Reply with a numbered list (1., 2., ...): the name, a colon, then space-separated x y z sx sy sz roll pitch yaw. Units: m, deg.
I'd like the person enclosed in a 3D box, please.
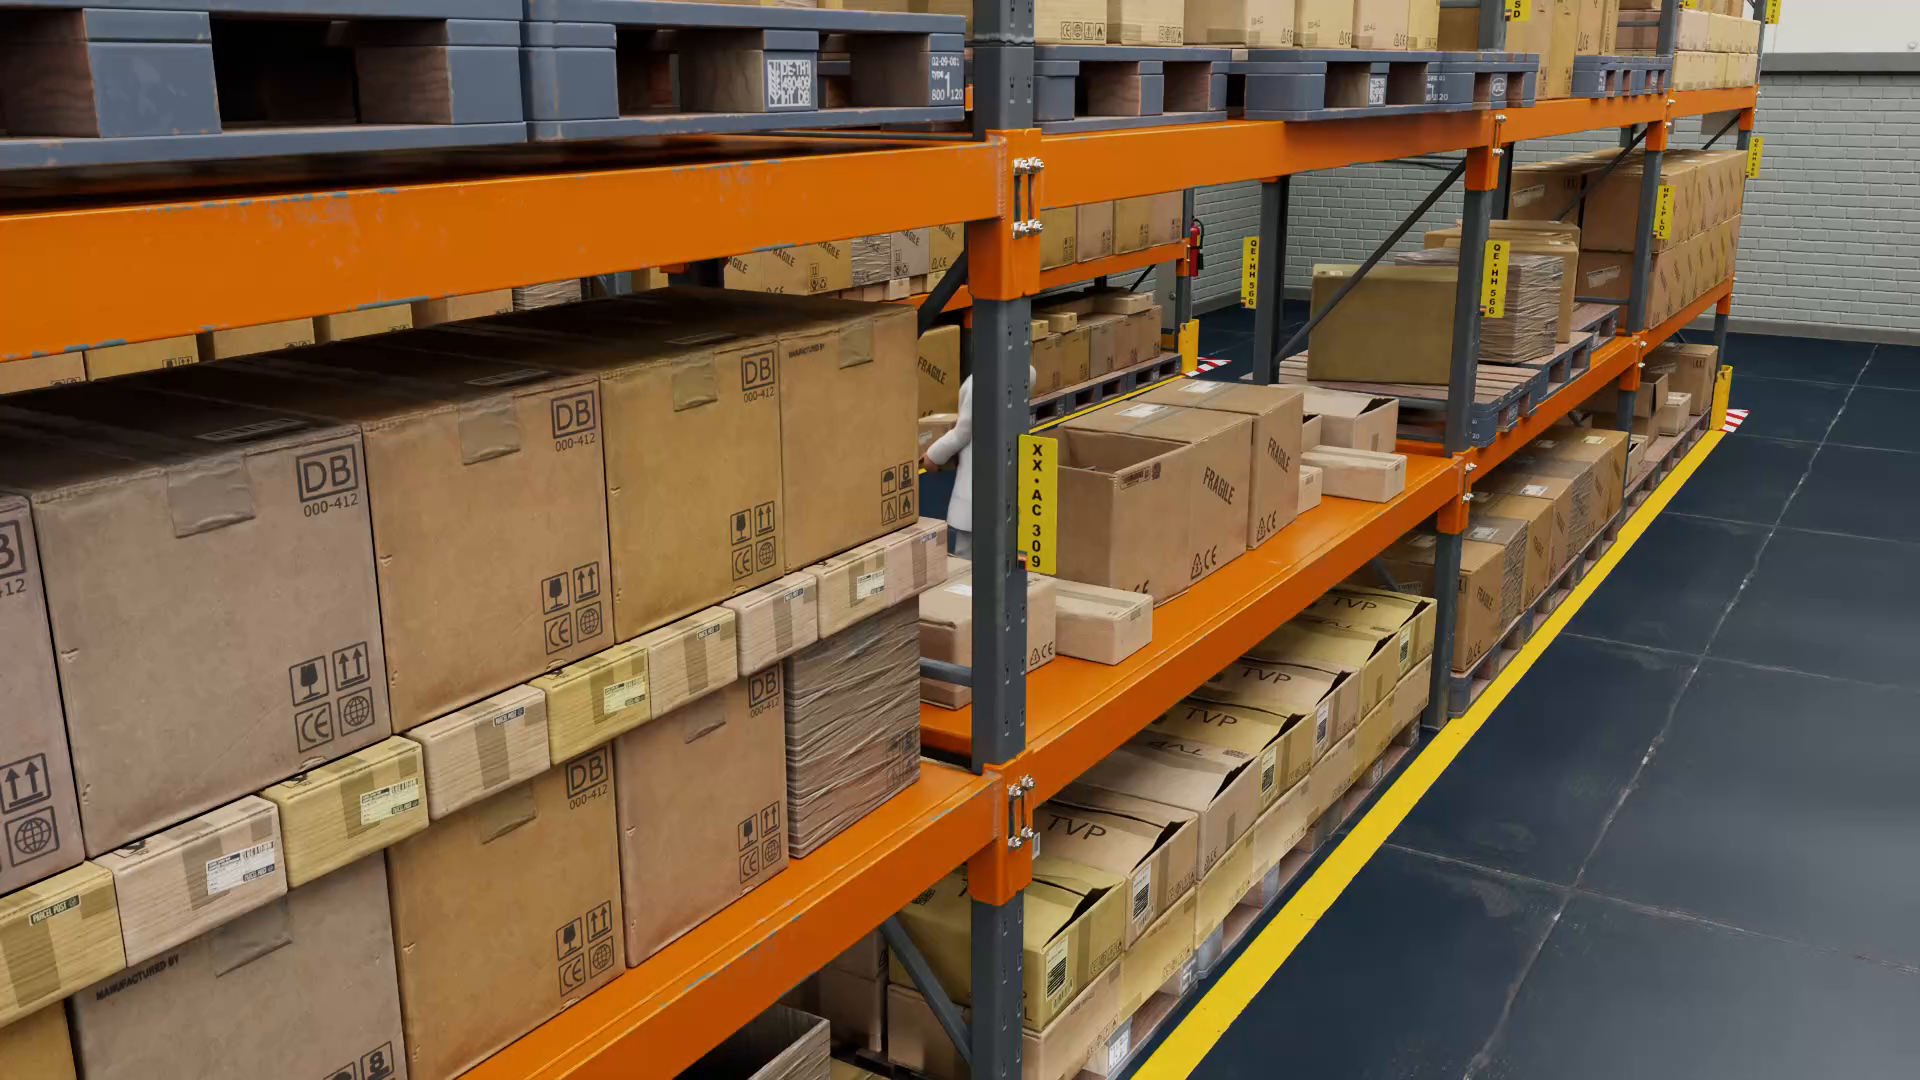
1. person: 0.072 -0.311 8.661 0.555 1.769 0.529 10 19 31
